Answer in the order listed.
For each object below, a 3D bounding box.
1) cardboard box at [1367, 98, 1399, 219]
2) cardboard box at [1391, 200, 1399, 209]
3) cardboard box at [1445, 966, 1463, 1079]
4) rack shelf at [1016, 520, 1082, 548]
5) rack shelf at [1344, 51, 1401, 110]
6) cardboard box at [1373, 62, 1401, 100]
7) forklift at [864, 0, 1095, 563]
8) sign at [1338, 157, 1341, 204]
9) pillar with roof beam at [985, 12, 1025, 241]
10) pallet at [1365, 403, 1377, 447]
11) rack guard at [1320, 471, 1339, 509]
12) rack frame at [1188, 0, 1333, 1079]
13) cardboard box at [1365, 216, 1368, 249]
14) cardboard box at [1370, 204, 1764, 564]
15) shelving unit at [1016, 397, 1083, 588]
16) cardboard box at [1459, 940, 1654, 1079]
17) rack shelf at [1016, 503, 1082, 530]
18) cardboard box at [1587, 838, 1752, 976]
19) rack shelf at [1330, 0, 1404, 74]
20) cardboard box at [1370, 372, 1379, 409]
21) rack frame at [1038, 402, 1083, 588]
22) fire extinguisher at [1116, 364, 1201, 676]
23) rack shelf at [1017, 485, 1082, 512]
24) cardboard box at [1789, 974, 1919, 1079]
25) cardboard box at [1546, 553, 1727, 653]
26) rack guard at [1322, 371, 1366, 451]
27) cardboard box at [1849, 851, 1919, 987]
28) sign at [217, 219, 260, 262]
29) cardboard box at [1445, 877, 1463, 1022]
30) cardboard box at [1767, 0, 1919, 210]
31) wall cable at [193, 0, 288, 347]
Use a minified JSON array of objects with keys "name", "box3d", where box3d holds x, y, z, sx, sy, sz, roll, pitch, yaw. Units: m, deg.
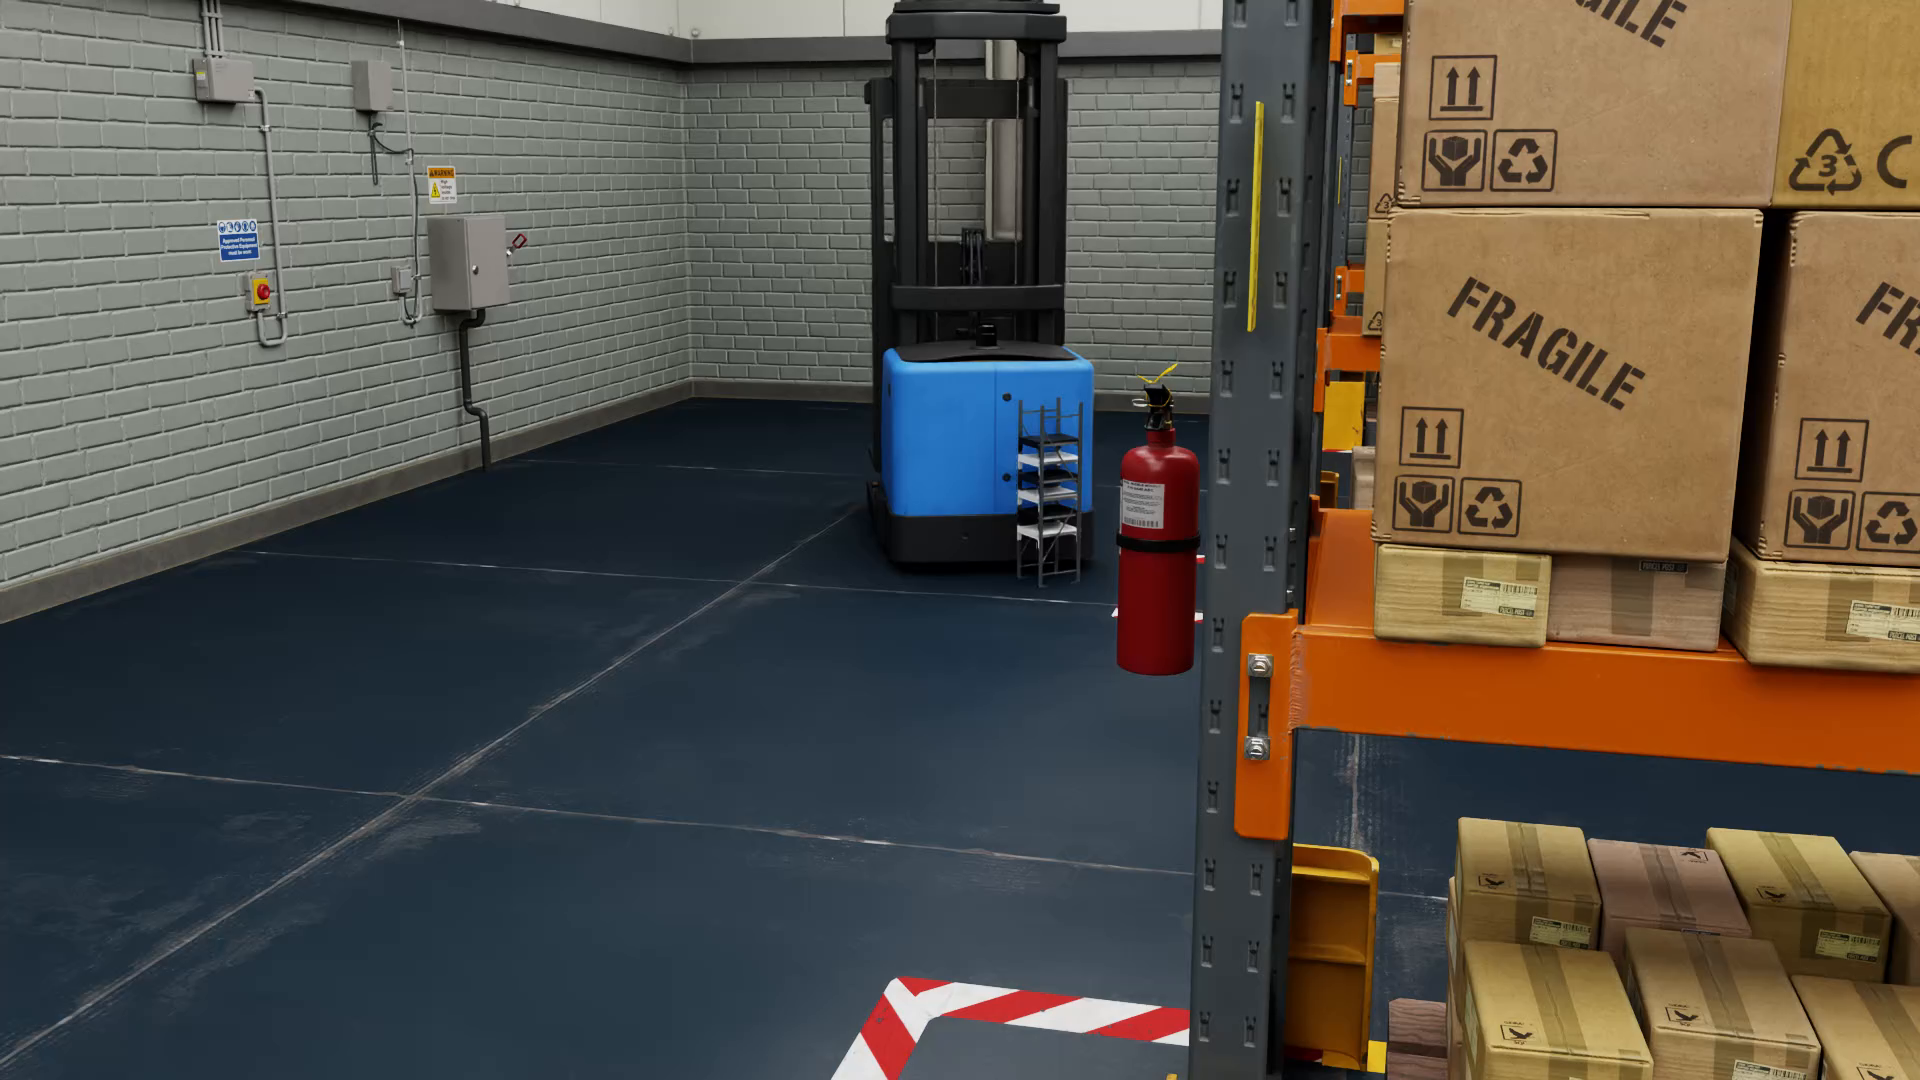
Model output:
[{"name":"cardboard box","box3d":[2.049,-1.661,7.255,0.500,0.500,0.500,3,13,12]},{"name":"cardboard box","box3d":[1.061,-0.387,3.137,0.500,0.500,0.500,3,13,15]},{"name":"cardboard box","box3d":[1.124,1.008,3.379,0.250,0.149,0.380,3,13,14]},{"name":"rack shelf","box3d":[0.441,-0.029,8.253,0.258,0.077,0.200,-7,14,-28]},{"name":"rack shelf","box3d":[4.778,-3.262,11.748,4.000,0.370,1.077,3,13,14]},{"name":"cardboard box","box3d":[1.929,-1.986,7.222,0.250,0.149,0.380,3,13,15]},{"name":"forklift","box3d":[0.024,-1.580,9.587,1.130,2.935,3.031,-1,13,-6]},{"name":"sign","box3d":[2.707,-2.561,11.854,0.005,0.325,0.100,3,13,14]},{"name":"pillar with roof beam","box3d":[-0.597,-4.606,9.217,0.400,9.000,9.100,3,13,14]},{"name":"pallet","box3d":[3.685,-0.846,12.561,1.213,0.211,1.003,3,13,14]},{"name":"rack guard","box3d":[1.628,0.010,8.033,0.348,0.500,1.175,3,13,14]},{"name":"rack frame","box3d":[0.563,-0.163,3.041,0.127,3.000,1.000,3,13,14]},{"name":"cardboard box","box3d":[3.212,-2.245,12.085,0.500,0.250,0.500,3,13,14]},{"name":"cardboard box","box3d":[0.933,-0.275,2.631,0.500,0.500,0.500,4,13,16]},{"name":"shelving unit","box3d":[0.441,-0.238,8.207,0.258,0.900,0.210,-7,14,-28]},{"name":"cardboard box","box3d":[0.990,0.832,2.796,0.250,0.149,0.380,2,13,11]},{"name":"rack shelf","box3d":[0.441,-0.117,8.234,0.258,0.077,0.200,-7,14,-28]},{"name":"cardboard box","box3d":[1.368,0.733,3.243,0.250,0.149,0.380,3,13,15]},{"name":"rack shelf","box3d":[3.593,-2.218,7.042,4.000,0.370,1.077,3,13,14]},{"name":"cardboard box","box3d":[3.408,-1.187,12.454,0.637,0.503,0.797,3,13,11]},{"name":"rack frame","box3d":[0.490,-0.218,8.120,0.240,0.900,0.006,-7,14,-28]},{"name":"fire extinguisher","box3d":[0.429,-0.053,3.586,0.183,0.674,0.296,3,13,14]},{"name":"rack shelf","box3d":[0.441,-0.205,8.214,0.258,0.077,0.200,-7,14,-28]},{"name":"cardboard box","box3d":[1.501,0.861,2.665,0.250,0.149,0.380,3,13,13]},{"name":"cardboard box","box3d":[1.056,0.050,2.662,0.250,0.149,0.380,4,13,16]},{"name":"rack guard","box3d":[2.910,-1.029,12.715,0.348,0.500,1.175,3,13,14]},{"name":"cardboard box","box3d":[1.886,0.747,3.183,0.250,0.149,0.380,3,13,11]},{"name":"sign","box3d":[-3.900,-1.621,8.993,0.001,0.218,0.327,3,13,14]},{"name":"cardboard box","box3d":[1.144,0.846,3.419,0.250,0.149,0.380,3,13,12]},{"name":"cardboard box","box3d":[1.427,-0.741,2.421,0.500,0.500,0.500,3,13,15]},{"name":"wall cable","box3d":[-3.829,-2.008,8.940,0.123,1.953,0.585,3,13,14]}]
